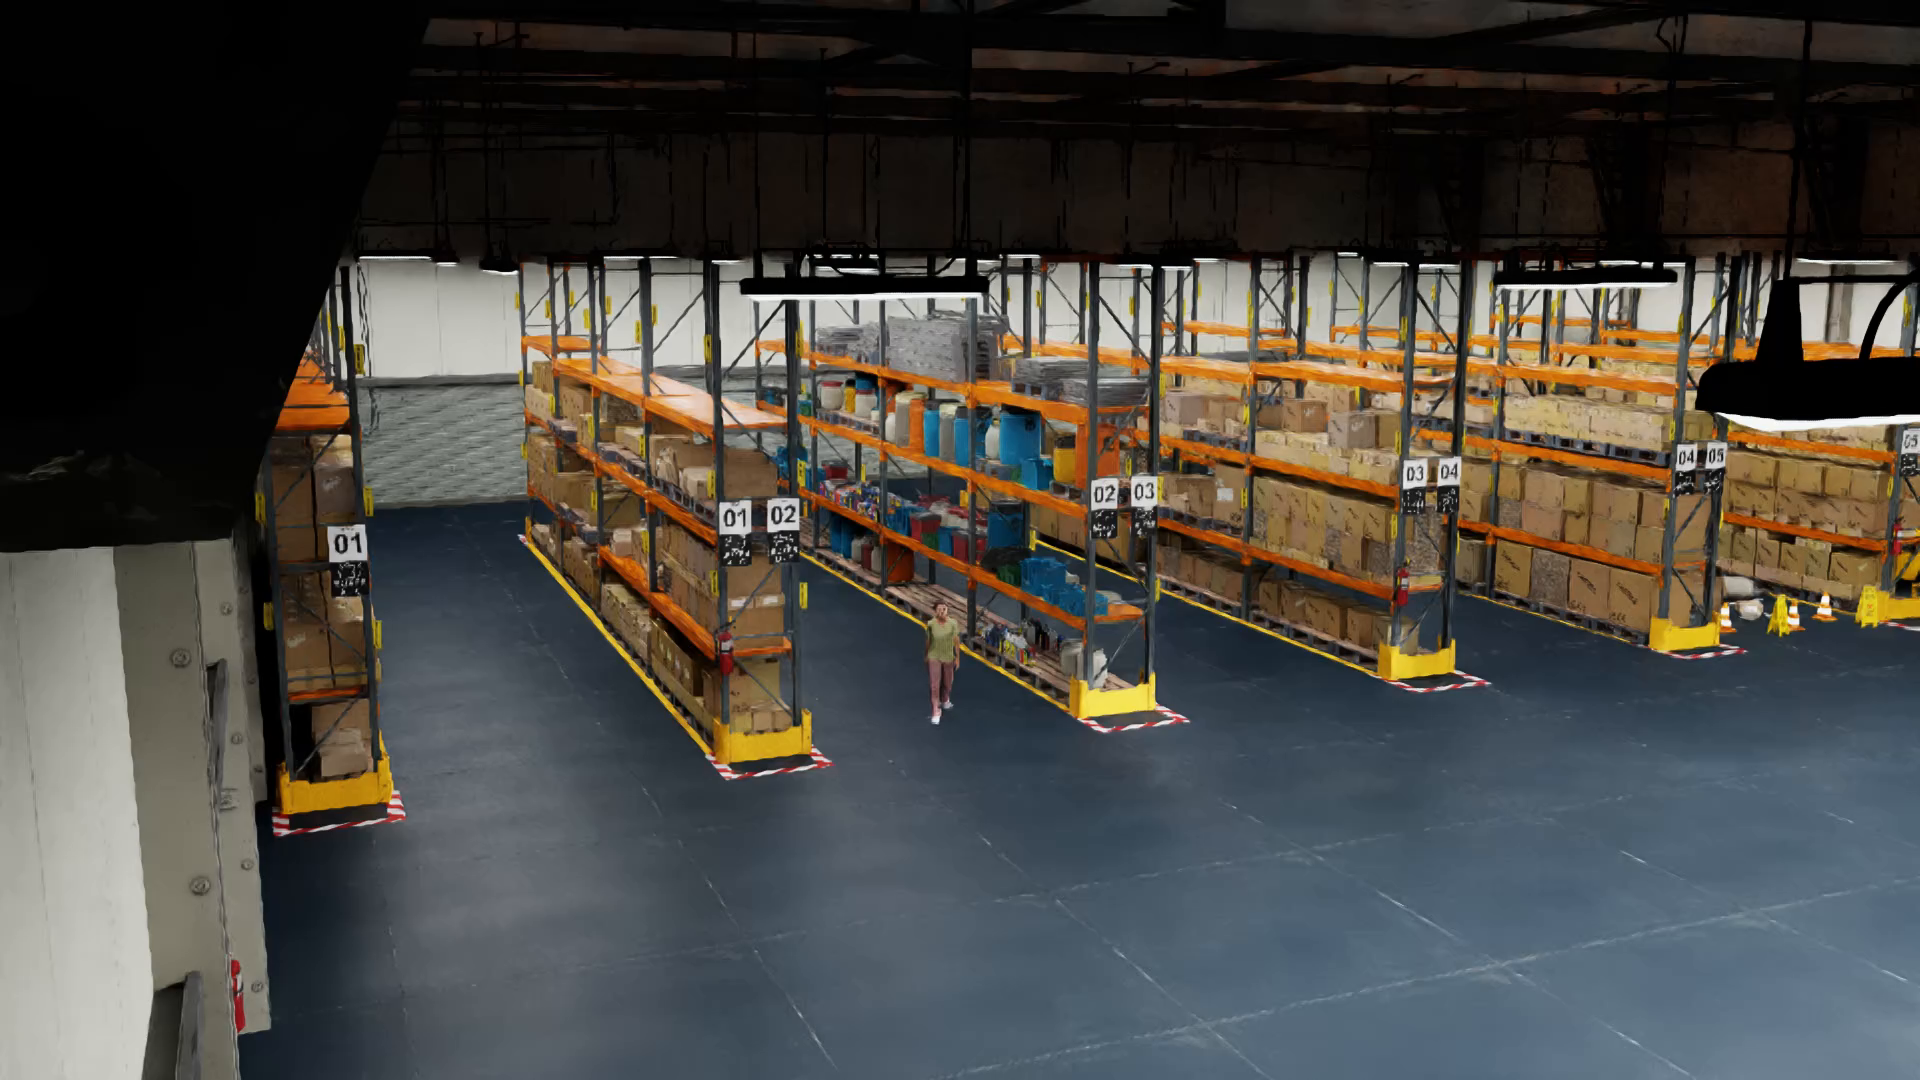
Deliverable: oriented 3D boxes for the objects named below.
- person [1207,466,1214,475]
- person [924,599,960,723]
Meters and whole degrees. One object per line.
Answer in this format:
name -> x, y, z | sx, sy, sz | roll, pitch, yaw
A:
person -> 6.791, -2.605, 44.688 | 0.511, 1.658, 0.554 | 3, 11, 14
person -> -0.230, 1.559, 21.993 | 0.466, 1.620, 0.924 | -1, 10, -6
